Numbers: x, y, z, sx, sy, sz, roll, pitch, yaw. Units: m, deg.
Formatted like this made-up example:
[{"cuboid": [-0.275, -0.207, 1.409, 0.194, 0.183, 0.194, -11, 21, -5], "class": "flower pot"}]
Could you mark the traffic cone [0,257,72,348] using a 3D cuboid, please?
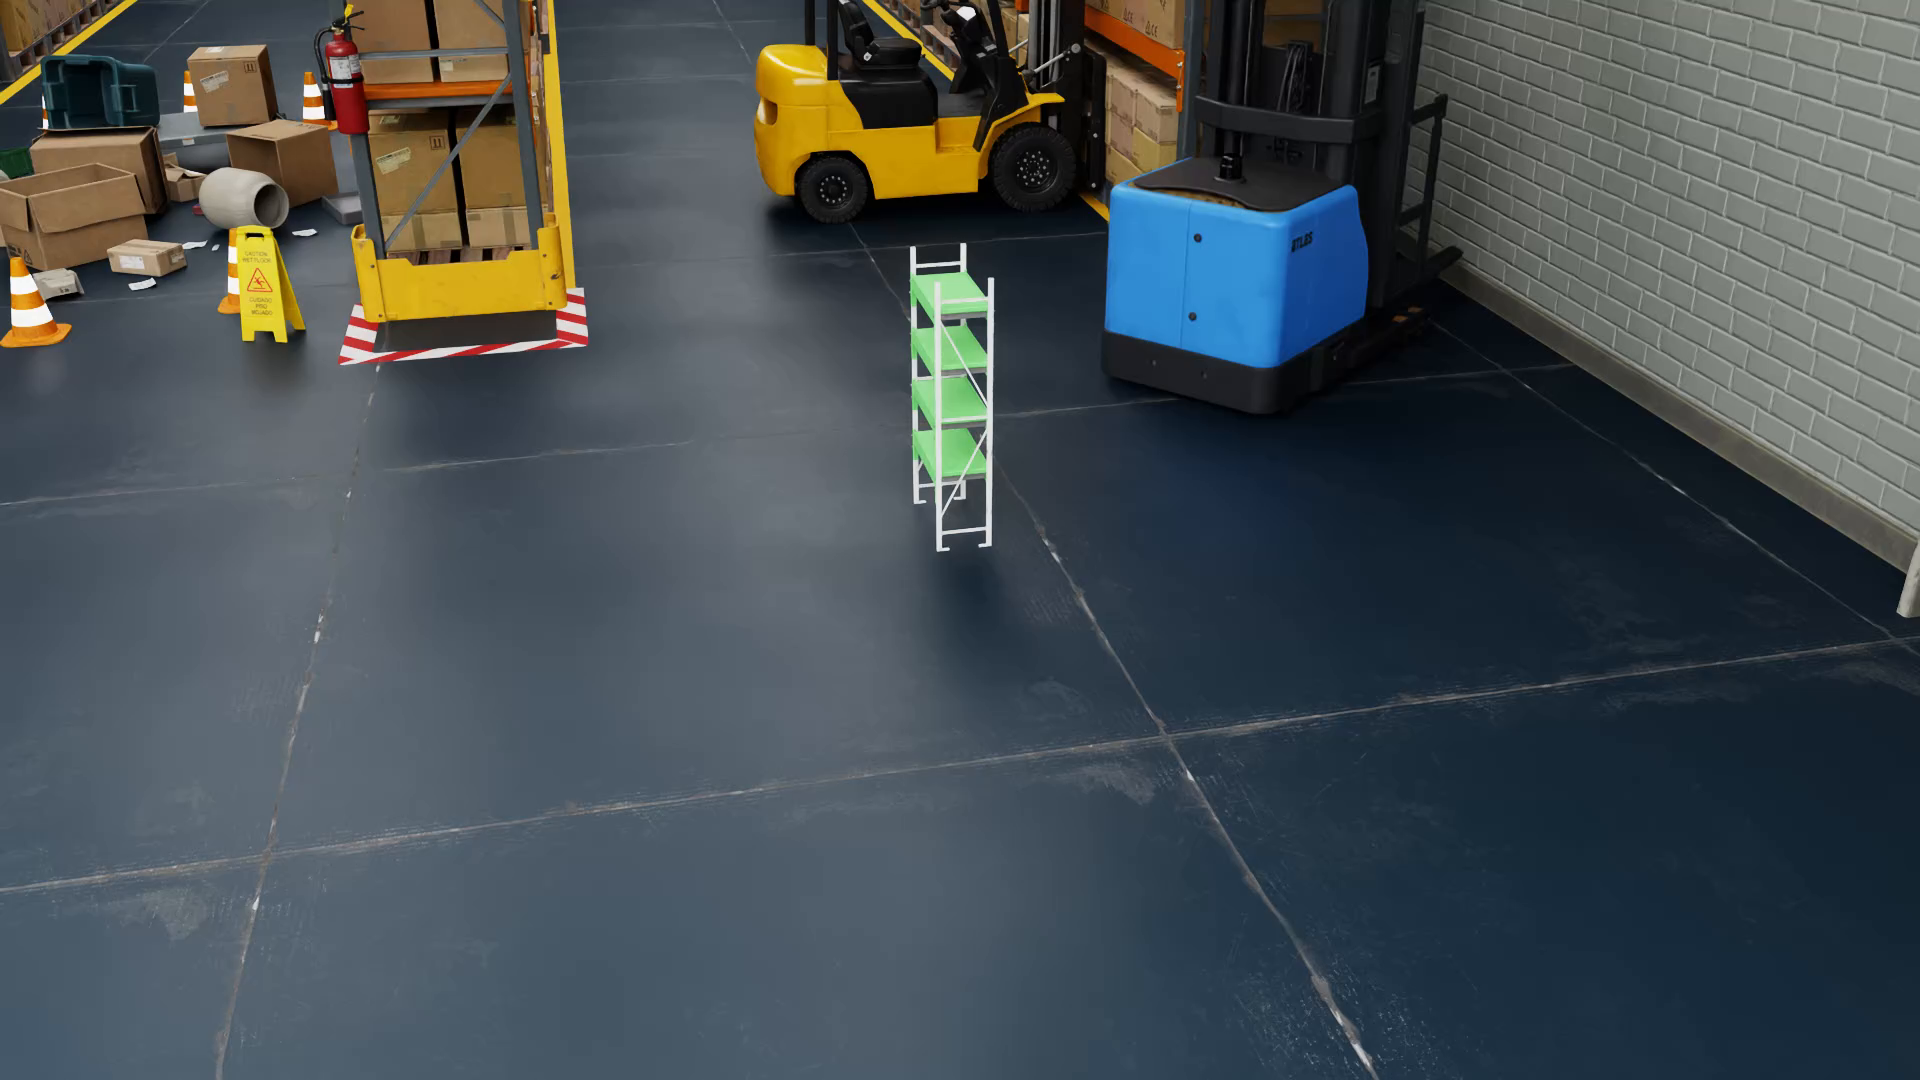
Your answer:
[{"cuboid": [-5.312, -1.377, 9.465, 0.336, 0.463, 0.334, -6, 27, -12], "class": "traffic cone"}]

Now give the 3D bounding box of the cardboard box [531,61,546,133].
[{"cuboid": [-3.228, -3.085, 11.787, 0.500, 0.500, 0.500, -5, 27, -9], "class": "cardboard box"}]

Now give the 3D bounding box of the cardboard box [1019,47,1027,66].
[{"cuboid": [0.788, -3.915, 13.708, 0.500, 0.250, 0.500, -6, 27, -12], "class": "cardboard box"}]

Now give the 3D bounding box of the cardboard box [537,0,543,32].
[{"cuboid": [-4.832, -5.776, 17.258, 0.875, 0.875, 0.875, -6, 27, -12], "class": "cardboard box"}]

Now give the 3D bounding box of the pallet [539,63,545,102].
[{"cuboid": [-4.311, -4.103, 15.145, 1.003, 0.211, 1.213, -6, 27, -12], "class": "pallet"}]

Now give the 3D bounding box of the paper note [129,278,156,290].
[{"cuboid": [-5.106, -1.601, 10.389, 0.148, 0.019, 0.142, -16, 31, -29], "class": "paper note"}]

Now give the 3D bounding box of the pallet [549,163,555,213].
[{"cuboid": [-3.391, -2.397, 11.765, 1.003, 0.211, 1.213, -6, 27, -12], "class": "pallet"}]

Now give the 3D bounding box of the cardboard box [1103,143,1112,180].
[{"cuboid": [1.261, -2.794, 12.041, 0.500, 0.250, 0.500, -6, 27, -11], "class": "cardboard box"}]

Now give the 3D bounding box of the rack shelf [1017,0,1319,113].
[{"cuboid": [1.431, -3.776, 12.201, 1.077, 0.370, 4.000, -6, 27, -12], "class": "rack shelf"}]

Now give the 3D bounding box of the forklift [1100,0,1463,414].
[{"cuboid": [2.051, -2.538, 9.026, 1.130, 2.935, 3.031, 19, 33, 33], "class": "forklift"}]

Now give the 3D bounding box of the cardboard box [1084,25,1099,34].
[{"cuboid": [0.888, -3.912, 13.148, 0.500, 0.250, 0.500, -6, 27, -12], "class": "cardboard box"}]

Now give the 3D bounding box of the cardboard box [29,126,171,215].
[{"cuboid": [-6.035, -2.584, 11.660, 0.797, 0.637, 0.503, -6, 27, -12], "class": "cardboard box"}]

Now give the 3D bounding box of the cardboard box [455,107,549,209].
[{"cuboid": [-2.872, -2.401, 10.432, 0.500, 0.500, 0.500, -7, 28, -13], "class": "cardboard box"}]

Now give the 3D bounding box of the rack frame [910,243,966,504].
[{"cuboid": [-0.092, -0.715, 7.336, 0.240, 1.200, 0.015, -6, 27, -12], "class": "rack frame"}]

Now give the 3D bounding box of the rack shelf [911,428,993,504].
[{"cuboid": [-0.037, -0.337, 7.261, 0.258, 0.148, 0.480, -6, 27, -12], "class": "rack shelf"}]

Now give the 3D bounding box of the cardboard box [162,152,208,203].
[{"cuboid": [-5.763, -2.674, 12.253, 0.396, 0.266, 0.258, 19, 32, 32], "class": "cardboard box"}]

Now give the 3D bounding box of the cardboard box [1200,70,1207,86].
[{"cuboid": [1.841, -3.075, 11.489, 0.500, 0.250, 0.500, -6, 27, -12], "class": "cardboard box"}]

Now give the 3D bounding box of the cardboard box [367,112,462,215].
[{"cuboid": [-3.389, -2.334, 10.298, 0.500, 0.500, 0.500, -6, 27, -11], "class": "cardboard box"}]

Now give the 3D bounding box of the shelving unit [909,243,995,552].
[{"cuboid": [-0.037, -0.608, 7.124, 0.258, 1.200, 0.503, -6, 27, -12], "class": "shelving unit"}]

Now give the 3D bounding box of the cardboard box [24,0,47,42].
[{"cuboid": [-9.584, -5.307, 16.744, 0.500, 0.500, 0.500, -6, 27, -11], "class": "cardboard box"}]

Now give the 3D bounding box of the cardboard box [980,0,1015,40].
[{"cuboid": [0.684, -4.672, 15.347, 0.875, 0.625, 0.625, -6, 27, -12], "class": "cardboard box"}]

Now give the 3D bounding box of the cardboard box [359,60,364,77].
[{"cuboid": [-3.412, -2.844, 9.835, 0.380, 0.149, 0.250, -6, 27, -12], "class": "cardboard box"}]

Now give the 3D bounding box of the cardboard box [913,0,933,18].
[{"cuboid": [-0.226, -5.967, 18.051, 0.500, 0.500, 0.500, -5, 27, -10], "class": "cardboard box"}]

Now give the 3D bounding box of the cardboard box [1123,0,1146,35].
[{"cuboid": [1.407, -3.682, 11.105, 0.500, 0.500, 0.500, -5, 27, -10], "class": "cardboard box"}]

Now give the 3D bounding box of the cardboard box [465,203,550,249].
[{"cuboid": [-2.866, -2.056, 10.580, 0.500, 0.250, 0.500, -6, 27, -12], "class": "cardboard box"}]

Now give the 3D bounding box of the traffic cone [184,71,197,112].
[{"cuboid": [-6.538, -3.765, 14.196, 0.336, 0.463, 0.334, -6, 27, -12], "class": "traffic cone"}]

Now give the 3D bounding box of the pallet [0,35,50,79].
[{"cuboid": [-9.731, -4.777, 16.480, 1.003, 0.211, 1.213, -6, 27, -12], "class": "pallet"}]

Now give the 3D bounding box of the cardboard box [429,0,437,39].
[{"cuboid": [-3.453, -3.322, 10.061, 0.500, 0.500, 0.500, -6, 27, -11], "class": "cardboard box"}]

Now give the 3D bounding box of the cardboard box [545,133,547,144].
[{"cuboid": [-3.220, -2.741, 11.937, 0.500, 0.250, 0.500, -6, 27, -11], "class": "cardboard box"}]

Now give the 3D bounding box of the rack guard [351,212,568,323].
[{"cuboid": [-2.971, -1.631, 9.927, 1.175, 0.500, 0.348, -6, 27, -12], "class": "rack guard"}]

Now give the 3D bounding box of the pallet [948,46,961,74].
[{"cuboid": [0.497, -4.587, 16.103, 1.003, 0.211, 1.213, -6, 27, -12], "class": "pallet"}]

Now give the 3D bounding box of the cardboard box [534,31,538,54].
[{"cuboid": [-4.300, -4.335, 14.959, 0.950, 0.372, 0.625, -5, 27, -10], "class": "cardboard box"}]

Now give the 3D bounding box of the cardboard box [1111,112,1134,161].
[{"cuboid": [1.364, -2.806, 11.511, 0.500, 0.250, 0.500, -6, 27, -12], "class": "cardboard box"}]

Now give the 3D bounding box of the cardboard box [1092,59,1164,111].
[{"cuboid": [1.229, -3.240, 11.817, 0.500, 0.250, 0.500, -6, 27, -11], "class": "cardboard box"}]

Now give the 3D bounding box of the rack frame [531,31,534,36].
[{"cuboid": [-3.855, -4.470, 12.777, 1.000, 3.000, 0.127, -6, 27, -12], "class": "rack frame"}]

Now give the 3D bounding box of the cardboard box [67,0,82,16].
[{"cuboid": [-9.931, -5.982, 18.080, 0.500, 0.500, 0.500, -7, 28, -13], "class": "cardboard box"}]

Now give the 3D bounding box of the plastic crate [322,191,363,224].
[{"cuboid": [-4.300, -2.394, 11.904, 0.402, 0.080, 0.583, -16, 31, -29], "class": "plastic crate"}]

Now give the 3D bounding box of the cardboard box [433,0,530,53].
[{"cuboid": [-2.790, -3.127, 9.676, 0.500, 0.500, 0.500, -6, 27, -12], "class": "cardboard box"}]

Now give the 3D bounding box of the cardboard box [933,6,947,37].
[{"cuboid": [0.206, -5.584, 17.153, 0.875, 0.625, 0.625, -5, 27, -10], "class": "cardboard box"}]

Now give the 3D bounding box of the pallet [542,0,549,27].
[{"cuboid": [-5.133, -5.869, 18.644, 1.003, 0.211, 1.213, -6, 27, -12], "class": "pallet"}]

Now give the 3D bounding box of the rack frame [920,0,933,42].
[{"cuboid": [0.078, -6.732, 17.258, 1.000, 3.000, 0.127, -6, 27, -12], "class": "rack frame"}]

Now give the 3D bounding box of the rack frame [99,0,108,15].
[{"cuboid": [-10.458, -7.435, 18.651, 1.000, 3.000, 0.127, -6, 27, -12], "class": "rack frame"}]

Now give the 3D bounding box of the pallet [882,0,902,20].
[{"cuboid": [-0.325, -6.353, 19.602, 1.003, 0.211, 1.213, -6, 27, -12], "class": "pallet"}]

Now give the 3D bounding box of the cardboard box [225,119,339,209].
[{"cuboid": [-4.940, -2.746, 12.134, 0.500, 0.500, 0.500, 13, 30, 24], "class": "cardboard box"}]

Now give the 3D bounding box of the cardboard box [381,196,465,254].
[{"cuboid": [-3.404, -2.012, 10.493, 0.500, 0.250, 0.500, -6, 27, -12], "class": "cardboard box"}]

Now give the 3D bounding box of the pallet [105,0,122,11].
[{"cuboid": [-10.644, -6.481, 19.857, 1.003, 0.211, 1.213, -6, 27, -12], "class": "pallet"}]
